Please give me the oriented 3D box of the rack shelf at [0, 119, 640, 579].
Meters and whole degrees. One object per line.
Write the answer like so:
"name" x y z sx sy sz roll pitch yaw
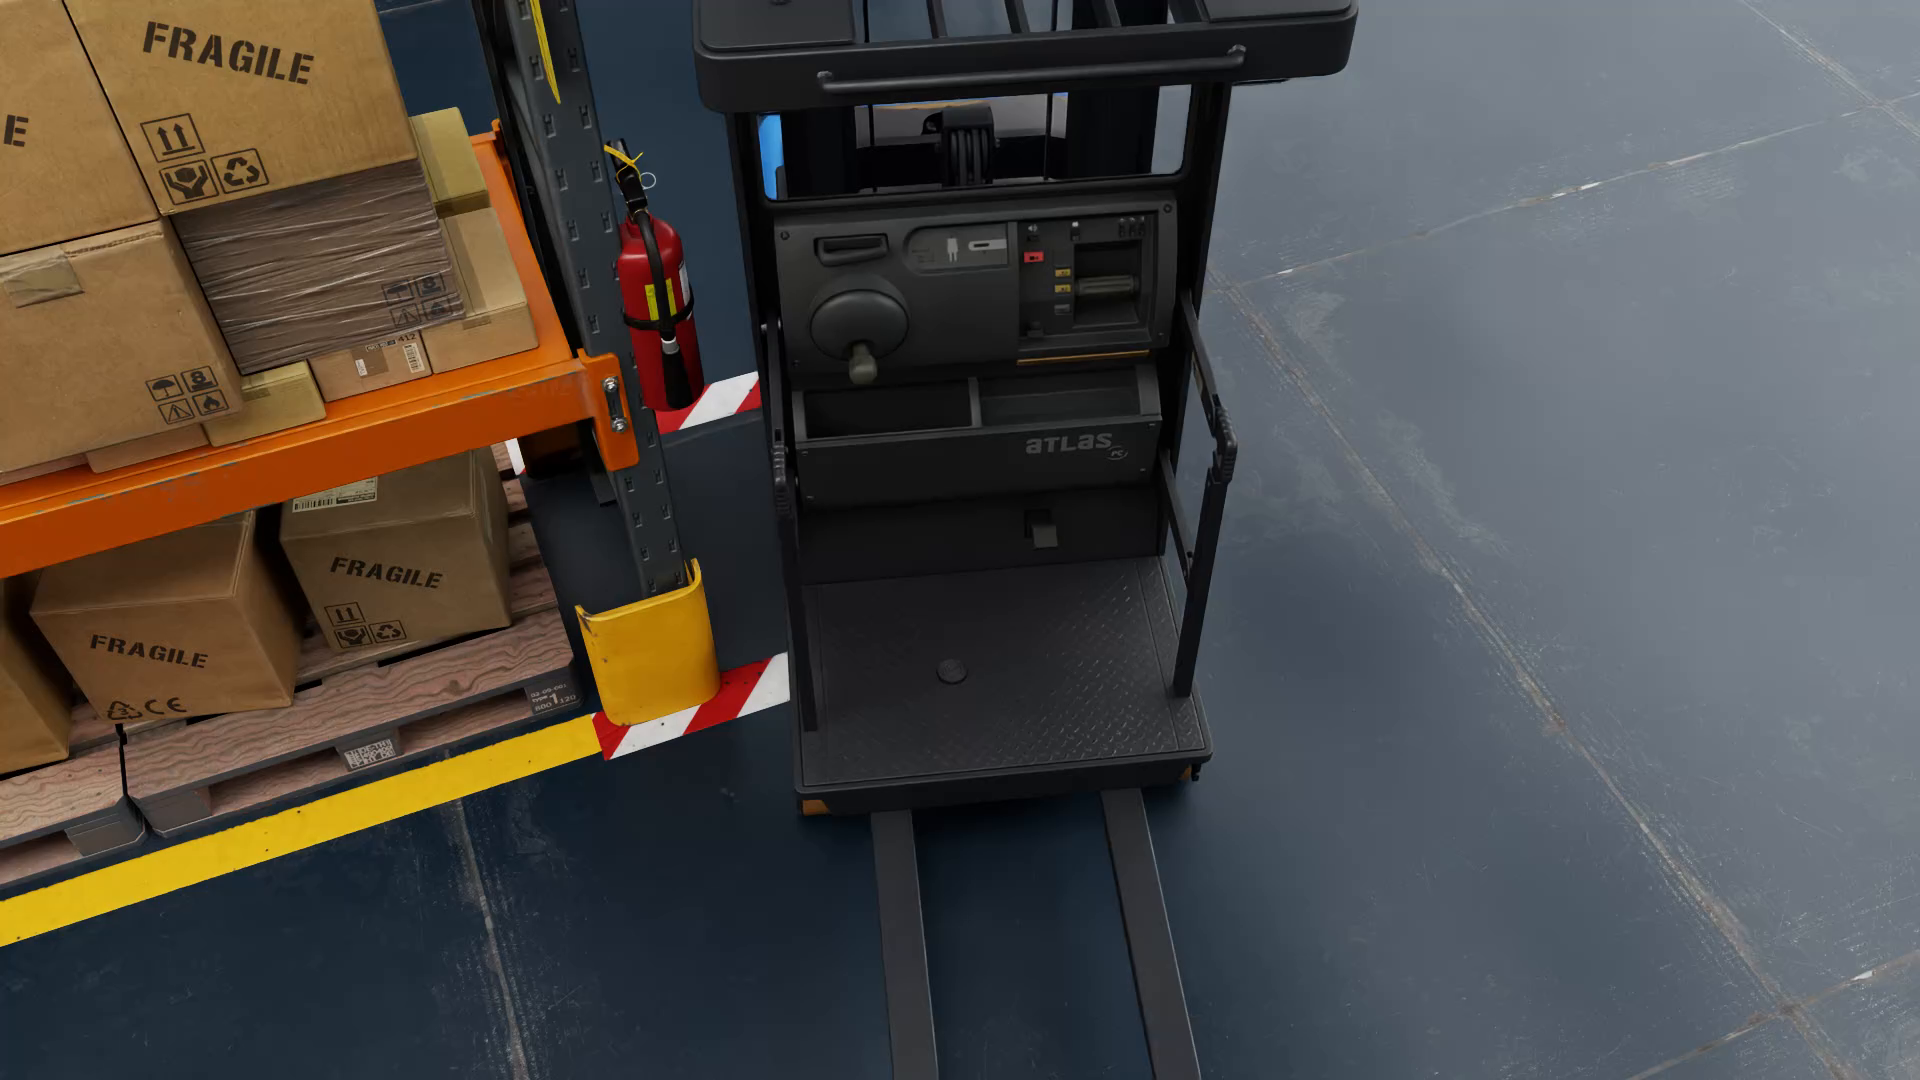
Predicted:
"rack shelf" -2.843 -0.098 3.831 4.000 0.370 1.077 -17 52 -14

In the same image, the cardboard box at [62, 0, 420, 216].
"cardboard box" -1.407 -1.030 3.236 0.500 0.500 0.500 -17 52 -14

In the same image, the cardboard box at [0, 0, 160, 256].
"cardboard box" -1.868 -0.883 3.110 0.500 0.500 0.500 -17 52 -14

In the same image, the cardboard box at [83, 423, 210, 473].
"cardboard box" -1.858 -0.357 3.745 0.250 0.149 0.380 -17 52 -14

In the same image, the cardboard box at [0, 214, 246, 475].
"cardboard box" -1.929 -0.669 3.586 0.500 0.500 0.875 -17 52 -14

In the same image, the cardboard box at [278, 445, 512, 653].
"cardboard box" -1.576 -0.061 4.696 0.500 0.500 0.500 -9 50 -7

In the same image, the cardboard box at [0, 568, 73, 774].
"cardboard box" -2.703 0.301 4.385 0.500 0.500 0.500 -13 51 -11

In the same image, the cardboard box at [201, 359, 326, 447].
"cardboard box" -1.621 -0.418 3.798 0.250 0.149 0.380 -17 52 -14

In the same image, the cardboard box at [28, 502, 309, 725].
"cardboard box" -2.116 0.134 4.528 0.500 0.500 0.500 -5 50 -5

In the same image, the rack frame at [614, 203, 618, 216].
"rack frame" -1.669 -1.190 6.078 0.900 0.240 0.006 9 50 8

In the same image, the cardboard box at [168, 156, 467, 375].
"cardboard box" -1.511 -0.897 3.781 0.500 0.500 0.875 -17 52 -14

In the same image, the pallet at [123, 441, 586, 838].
"pallet" -1.827 0.232 4.911 1.213 0.211 1.003 -17 52 -14

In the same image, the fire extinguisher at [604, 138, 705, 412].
"fire extinguisher" -0.711 -0.590 3.830 0.183 0.674 0.296 -17 52 -14

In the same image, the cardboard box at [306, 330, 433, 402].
"cardboard box" -1.409 -0.526 3.890 0.250 0.149 0.380 -17 52 -14

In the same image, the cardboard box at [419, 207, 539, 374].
"cardboard box" -1.177 -0.597 3.951 0.250 0.149 0.380 -17 52 -14

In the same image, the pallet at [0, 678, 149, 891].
"pallet" -2.955 0.579 4.613 1.213 0.211 1.003 -17 52 -14

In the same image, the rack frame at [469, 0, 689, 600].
"rack frame" -0.992 -0.906 4.051 0.127 3.000 1.000 -17 52 -14

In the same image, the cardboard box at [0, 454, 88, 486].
"cardboard box" -2.105 -0.315 3.709 0.250 0.149 0.380 -17 52 -14

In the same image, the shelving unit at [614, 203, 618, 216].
"shelving unit" -1.690 -1.115 6.013 0.900 0.258 0.210 9 50 8

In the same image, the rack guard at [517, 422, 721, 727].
"rack guard" -1.062 -0.070 4.980 0.348 0.500 1.175 -17 52 -14

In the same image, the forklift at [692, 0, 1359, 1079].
"forklift" 0.069 -0.481 3.731 1.130 2.935 3.031 -5 50 -4

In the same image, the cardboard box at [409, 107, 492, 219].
"cardboard box" -1.346 -0.910 4.220 0.250 0.149 0.380 -17 52 -14

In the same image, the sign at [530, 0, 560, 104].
"sign" -0.800 -0.991 3.152 0.005 0.325 0.100 -17 52 -14
